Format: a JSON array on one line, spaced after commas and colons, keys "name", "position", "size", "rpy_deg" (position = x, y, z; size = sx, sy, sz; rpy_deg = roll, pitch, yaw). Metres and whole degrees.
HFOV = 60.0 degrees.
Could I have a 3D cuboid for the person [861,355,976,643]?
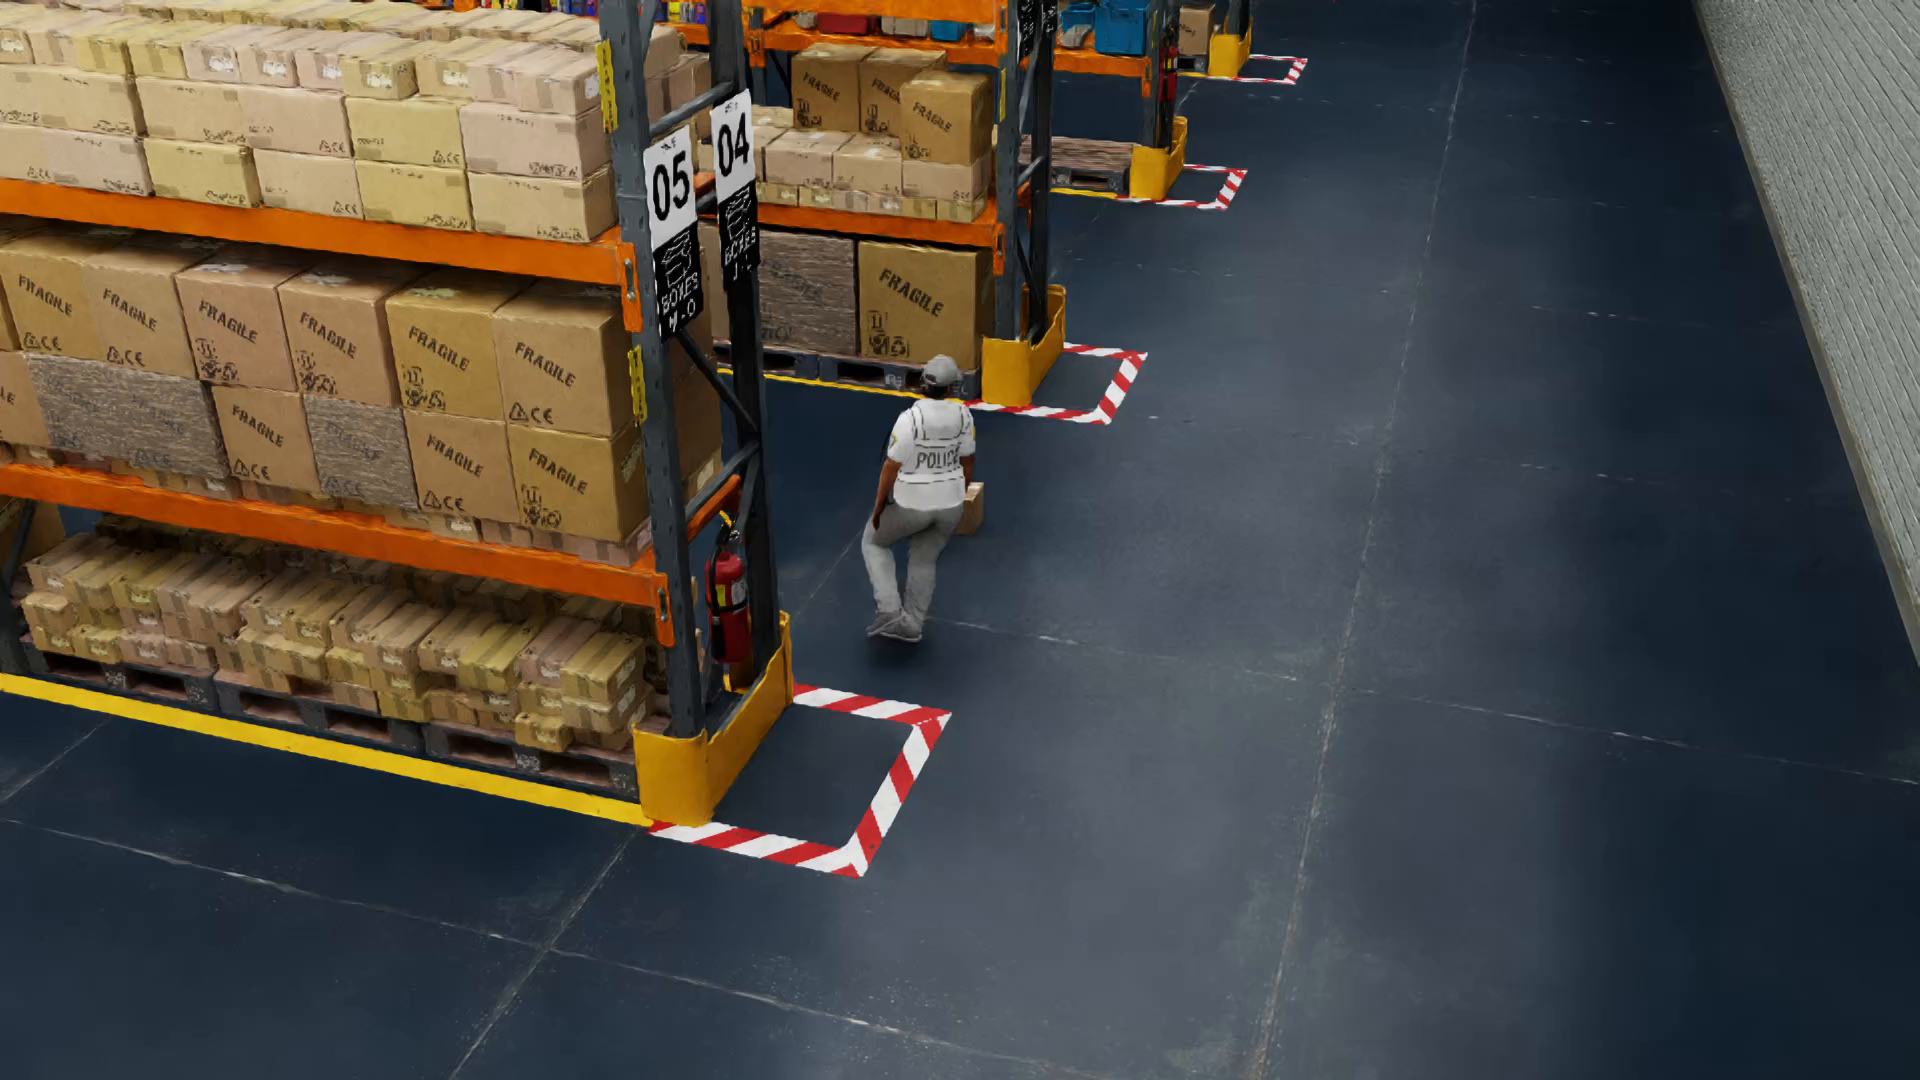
[{"name": "person", "position": [-0.254, -0.197, 8.857], "size": [0.649, 1.653, 0.483], "rpy_deg": [-18, 34, -29]}]
